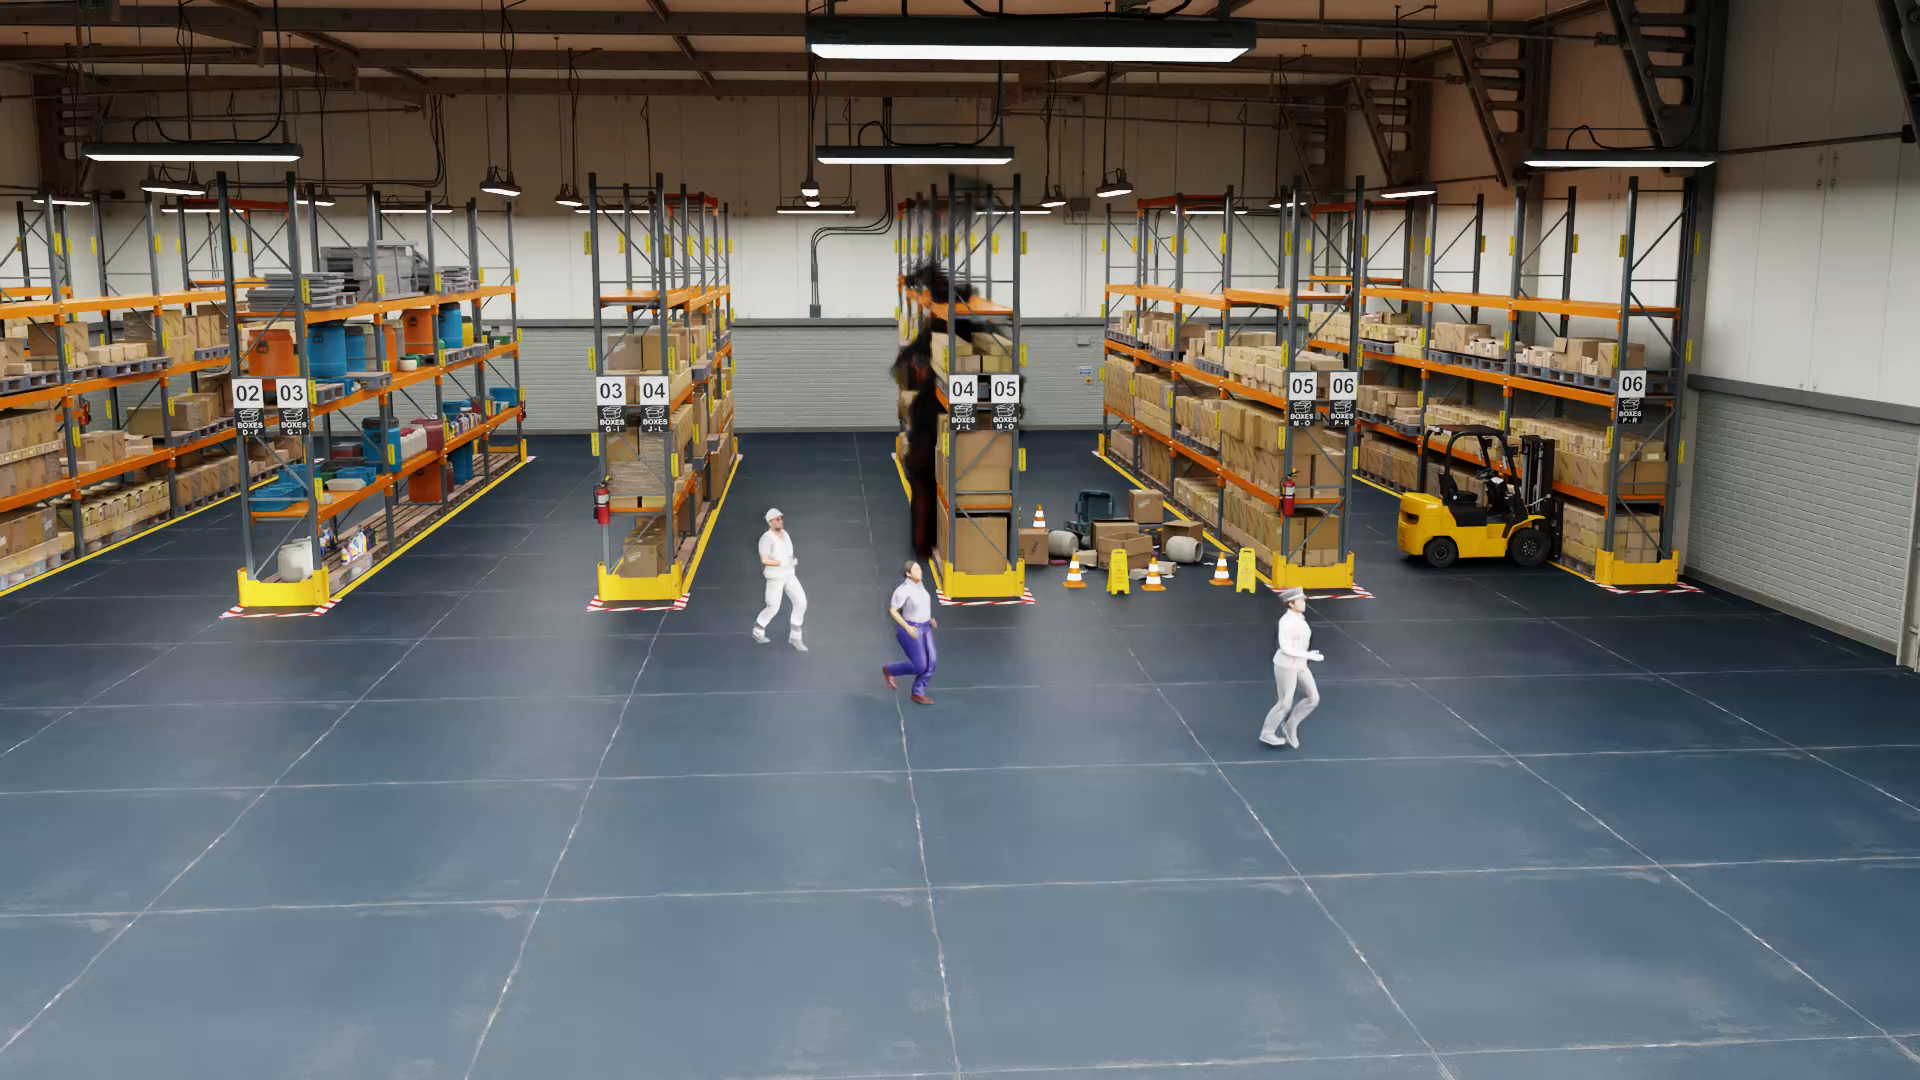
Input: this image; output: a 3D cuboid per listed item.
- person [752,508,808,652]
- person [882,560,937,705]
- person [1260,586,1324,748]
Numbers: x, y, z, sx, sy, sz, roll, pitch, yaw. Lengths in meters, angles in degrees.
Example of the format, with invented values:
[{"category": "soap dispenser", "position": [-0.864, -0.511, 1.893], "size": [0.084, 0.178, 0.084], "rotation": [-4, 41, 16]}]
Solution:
[{"category": "person", "position": [-2.264, 0.500, 20.833], "size": [0.792, 1.820, 0.669], "rotation": [7, 12, 36]}, {"category": "person", "position": [-0.549, 1.014, 18.442], "size": [0.587, 1.609, 0.615], "rotation": [6, 12, 29]}, {"category": "person", "position": [3.354, 1.287, 16.640], "size": [0.660, 1.703, 0.643], "rotation": [7, 12, 34]}]
